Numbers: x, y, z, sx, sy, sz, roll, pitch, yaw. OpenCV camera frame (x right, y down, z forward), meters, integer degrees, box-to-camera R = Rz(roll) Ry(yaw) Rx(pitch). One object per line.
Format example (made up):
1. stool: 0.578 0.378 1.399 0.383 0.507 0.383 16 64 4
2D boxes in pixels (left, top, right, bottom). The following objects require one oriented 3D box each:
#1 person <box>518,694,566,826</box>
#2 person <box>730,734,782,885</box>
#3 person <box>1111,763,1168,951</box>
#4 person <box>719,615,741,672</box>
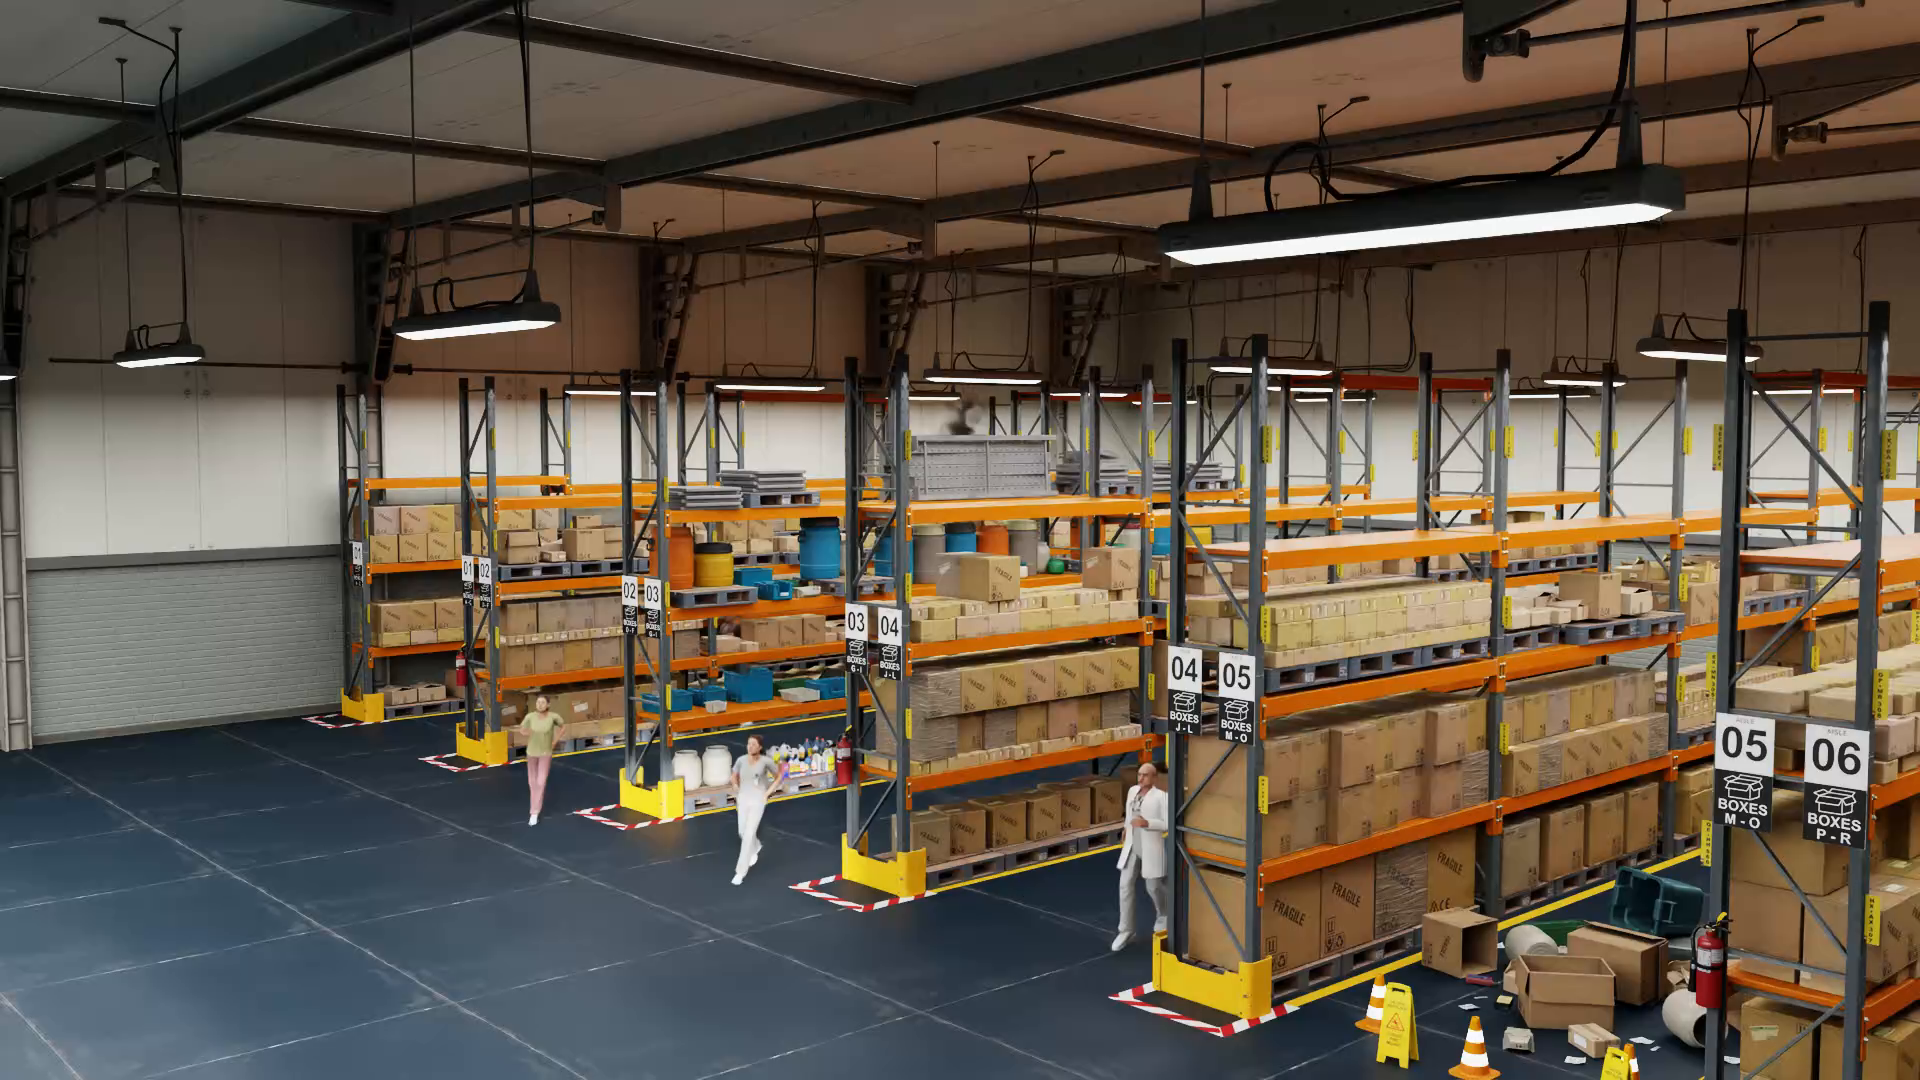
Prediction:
1. person: -5.557 2.884 22.095 0.581 1.718 0.765 0 4 0
2. person: -2.376 3.069 19.262 0.579 1.680 0.881 1 4 17
3. person: 1.861 3.149 16.751 0.699 1.806 0.948 3 5 36
4. person: -4.329 2.200 31.357 0.704 1.772 1.069 4 5 44
